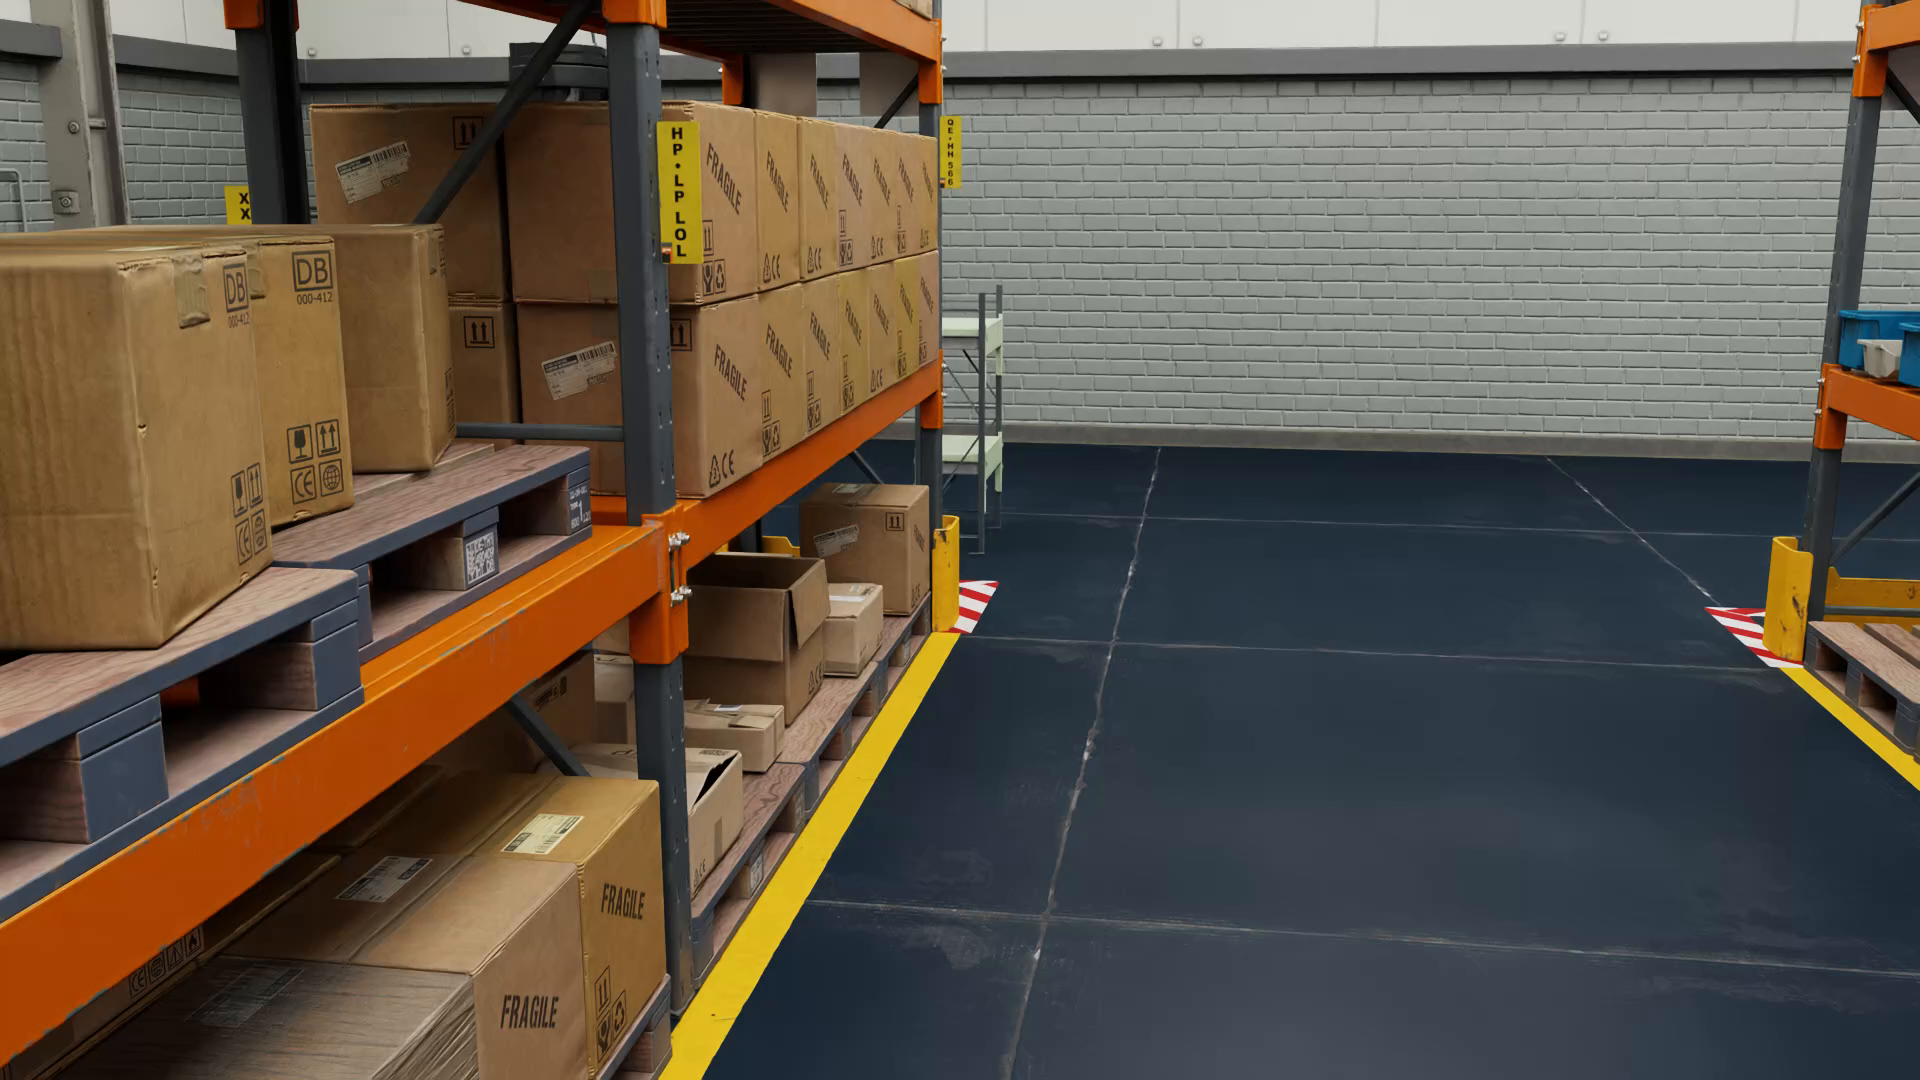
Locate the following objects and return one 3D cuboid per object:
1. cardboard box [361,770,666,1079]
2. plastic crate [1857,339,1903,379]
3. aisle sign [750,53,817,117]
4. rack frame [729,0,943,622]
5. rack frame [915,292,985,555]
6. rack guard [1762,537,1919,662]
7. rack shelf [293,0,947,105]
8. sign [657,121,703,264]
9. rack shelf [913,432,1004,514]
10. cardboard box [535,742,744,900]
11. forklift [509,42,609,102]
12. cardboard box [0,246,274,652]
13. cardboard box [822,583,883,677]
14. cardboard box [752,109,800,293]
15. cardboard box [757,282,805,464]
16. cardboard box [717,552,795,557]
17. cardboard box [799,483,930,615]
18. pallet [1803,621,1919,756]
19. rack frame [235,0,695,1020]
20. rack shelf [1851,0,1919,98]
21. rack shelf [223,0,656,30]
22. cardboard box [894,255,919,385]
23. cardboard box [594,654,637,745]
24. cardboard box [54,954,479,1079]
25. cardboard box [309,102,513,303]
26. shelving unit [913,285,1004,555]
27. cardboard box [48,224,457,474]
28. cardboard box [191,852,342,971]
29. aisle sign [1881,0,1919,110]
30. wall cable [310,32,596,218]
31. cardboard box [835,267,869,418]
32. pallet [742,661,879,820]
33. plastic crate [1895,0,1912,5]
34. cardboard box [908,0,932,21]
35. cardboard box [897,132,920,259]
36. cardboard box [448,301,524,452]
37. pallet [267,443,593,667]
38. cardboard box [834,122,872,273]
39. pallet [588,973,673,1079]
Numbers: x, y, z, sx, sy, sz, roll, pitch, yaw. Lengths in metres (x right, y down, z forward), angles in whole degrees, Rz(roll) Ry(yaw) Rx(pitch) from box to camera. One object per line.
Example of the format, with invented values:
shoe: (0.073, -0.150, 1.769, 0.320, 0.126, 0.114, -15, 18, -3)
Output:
cardboard box: (-0.996, 0.856, 3.789, 0.500, 0.500, 0.500, 2, 12, 8)
plastic crate: (3.811, -0.730, 6.742, 0.250, 0.136, 0.298, 2, 12, 9)
aisle sign: (-0.868, -2.390, 7.792, 0.394, 0.787, 0.004, 2, 12, 9)
rack frame: (-0.588, -1.095, 7.955, 1.000, 3.000, 0.127, 2, 12, 9)
rack frame: (-0.057, -0.656, 9.475, 0.400, 1.500, 0.023, 2, 12, 9)
rack guard: (4.296, 0.283, 7.496, 1.175, 0.500, 0.348, 2, 12, 9)
rack shelf: (-0.896, -1.794, 5.783, 1.077, 0.370, 4.000, 2, 12, 9)
sign: (-0.654, -0.811, 3.890, 0.100, 0.325, 0.005, 2, 12, 9)
rack shelf: (-0.001, -0.413, 9.898, 0.431, 0.370, 0.720, 2, 12, 9)
cardboard box: (-0.925, 0.756, 4.702, 0.500, 0.311, 0.500, 2, 12, 9)
forklift: (-2.896, -1.697, 10.910, 3.031, 2.935, 1.130, 5, 13, 24)
cardboard box: (-1.414, -0.147, 2.321, 0.700, 0.500, 0.500, -1, 12, -6)
cardboard box: (-0.604, 0.352, 6.723, 0.500, 0.250, 0.500, 2, 12, 9)
cardboard box: (-0.774, -0.997, 4.887, 0.500, 0.500, 0.500, 1, 12, 7)
cardboard box: (-0.780, -0.515, 5.028, 0.500, 0.500, 0.500, 2, 12, 10)
cardboard box: (-0.992, 0.159, 7.857, 0.380, 0.149, 0.250, 2, 12, 9)
cardboard box: (-0.428, 0.033, 7.610, 0.500, 0.500, 0.500, 2, 12, 9)
pallet: (4.140, 0.600, 6.710, 1.003, 0.211, 1.213, 2, 12, 9)
rack frame: (-1.203, -0.263, 4.092, 1.000, 3.000, 0.127, 2, 12, 9)
rack shelf: (3.998, -1.632, 5.035, 1.077, 0.370, 4.000, 2, 12, 9)
rack shelf: (-1.511, -0.961, 1.920, 1.077, 0.370, 4.000, 2, 12, 9)
cardboard box: (-0.465, -0.934, 6.970, 0.500, 0.500, 0.500, 2, 12, 9)
cardboard box: (-1.281, 0.553, 5.646, 0.500, 0.311, 0.500, 2, 12, 9)
cardboard box: (-1.158, 1.063, 2.828, 0.500, 0.500, 0.500, 2, 12, 9)
cardboard box: (-1.381, -0.914, 4.503, 0.500, 0.500, 0.500, 2, 12, 9)
shelving unit: (-0.001, -0.732, 9.829, 0.431, 1.500, 0.755, 2, 12, 9)
cardboard box: (-1.497, -0.425, 3.613, 0.700, 0.500, 0.500, -2, 12, -10)
cardboard box: (-1.590, 0.949, 3.361, 0.500, 0.500, 0.500, 2, 12, 9)
aisle sign: (4.023, -2.229, 7.047, 0.394, 0.787, 0.004, 2, 12, 9)
wall cable: (-4.261, -3.835, 13.801, 3.097, 2.526, 0.112, 2, 12, 9)
cardboard box: (-0.624, -0.725, 6.002, 0.500, 0.500, 0.500, 2, 12, 8)
pallet: (-0.912, 0.703, 6.231, 1.003, 0.211, 1.213, 2, 12, 9)
plastic crate: (3.971, -2.265, 6.575, 0.497, 0.269, 0.590, 2, 12, 9)
cardboard box: (-0.407, -2.373, 7.119, 0.500, 0.250, 0.500, 2, 12, 9)
cardboard box: (-0.462, -1.426, 6.880, 0.500, 0.500, 0.500, 2, 12, 10)
cardboard box: (-1.380, -0.424, 4.603, 0.500, 0.500, 0.500, 2, 12, 10)
pallet: (-1.434, -0.006, 3.356, 1.003, 0.211, 1.213, 2, 12, 9)
cardboard box: (-0.616, -1.211, 5.883, 0.500, 0.500, 0.500, 2, 12, 10)
pallet: (-1.291, 1.271, 3.594, 1.003, 0.211, 1.213, 2, 12, 9)
